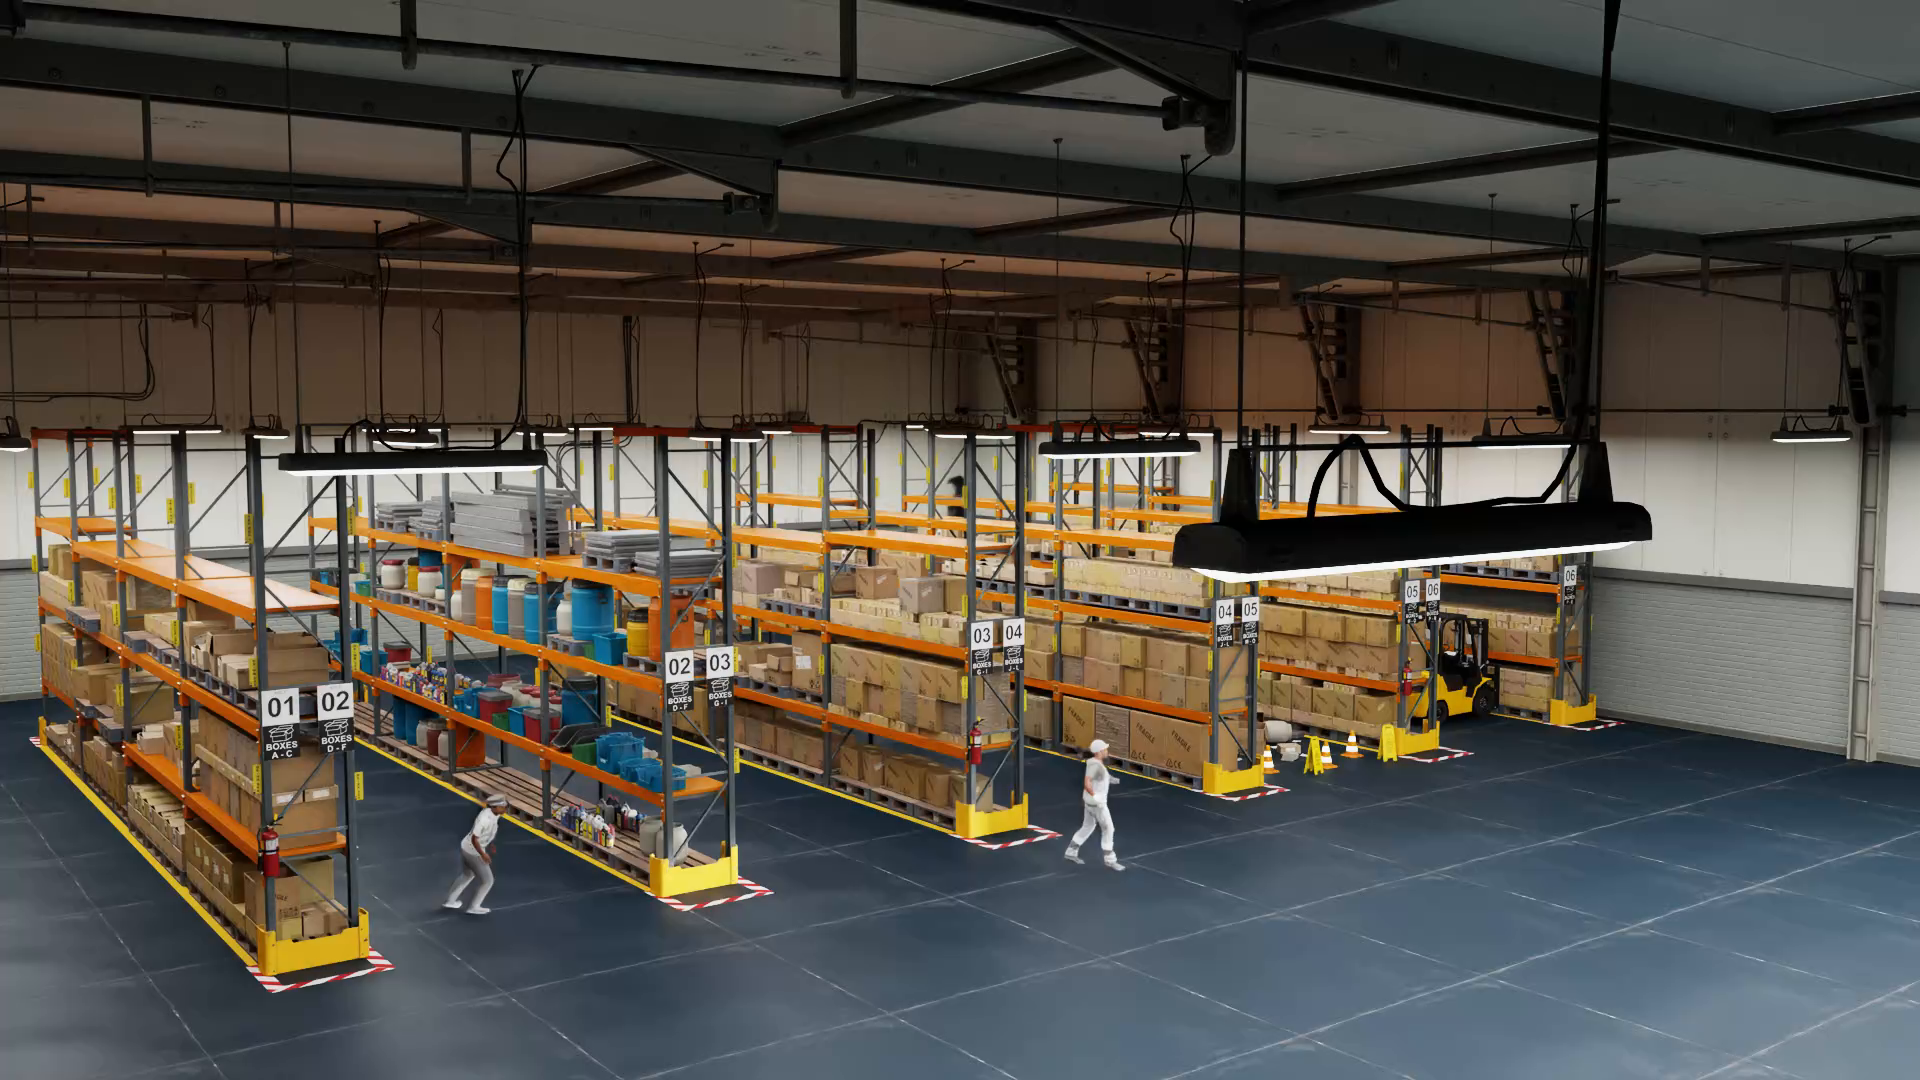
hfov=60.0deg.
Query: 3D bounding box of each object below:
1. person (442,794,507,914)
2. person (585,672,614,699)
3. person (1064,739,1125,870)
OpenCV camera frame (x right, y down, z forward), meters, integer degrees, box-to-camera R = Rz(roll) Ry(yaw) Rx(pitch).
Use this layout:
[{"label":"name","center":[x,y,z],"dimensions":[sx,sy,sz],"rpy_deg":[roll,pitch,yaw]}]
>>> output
[{"label":"person","center":[-6.107,3.942,20.907],"dimensions":[0.822,1.523,0.633],"rpy_deg":[-1,5,-17]},{"label":"person","center":[-6.888,3.035,31.630],"dimensions":[0.792,1.671,0.527],"rpy_deg":[4,6,39]},{"label":"person","center":[1.856,3.637,22.800],"dimensions":[0.835,1.824,0.692],"rpy_deg":[0,4,-6]}]
